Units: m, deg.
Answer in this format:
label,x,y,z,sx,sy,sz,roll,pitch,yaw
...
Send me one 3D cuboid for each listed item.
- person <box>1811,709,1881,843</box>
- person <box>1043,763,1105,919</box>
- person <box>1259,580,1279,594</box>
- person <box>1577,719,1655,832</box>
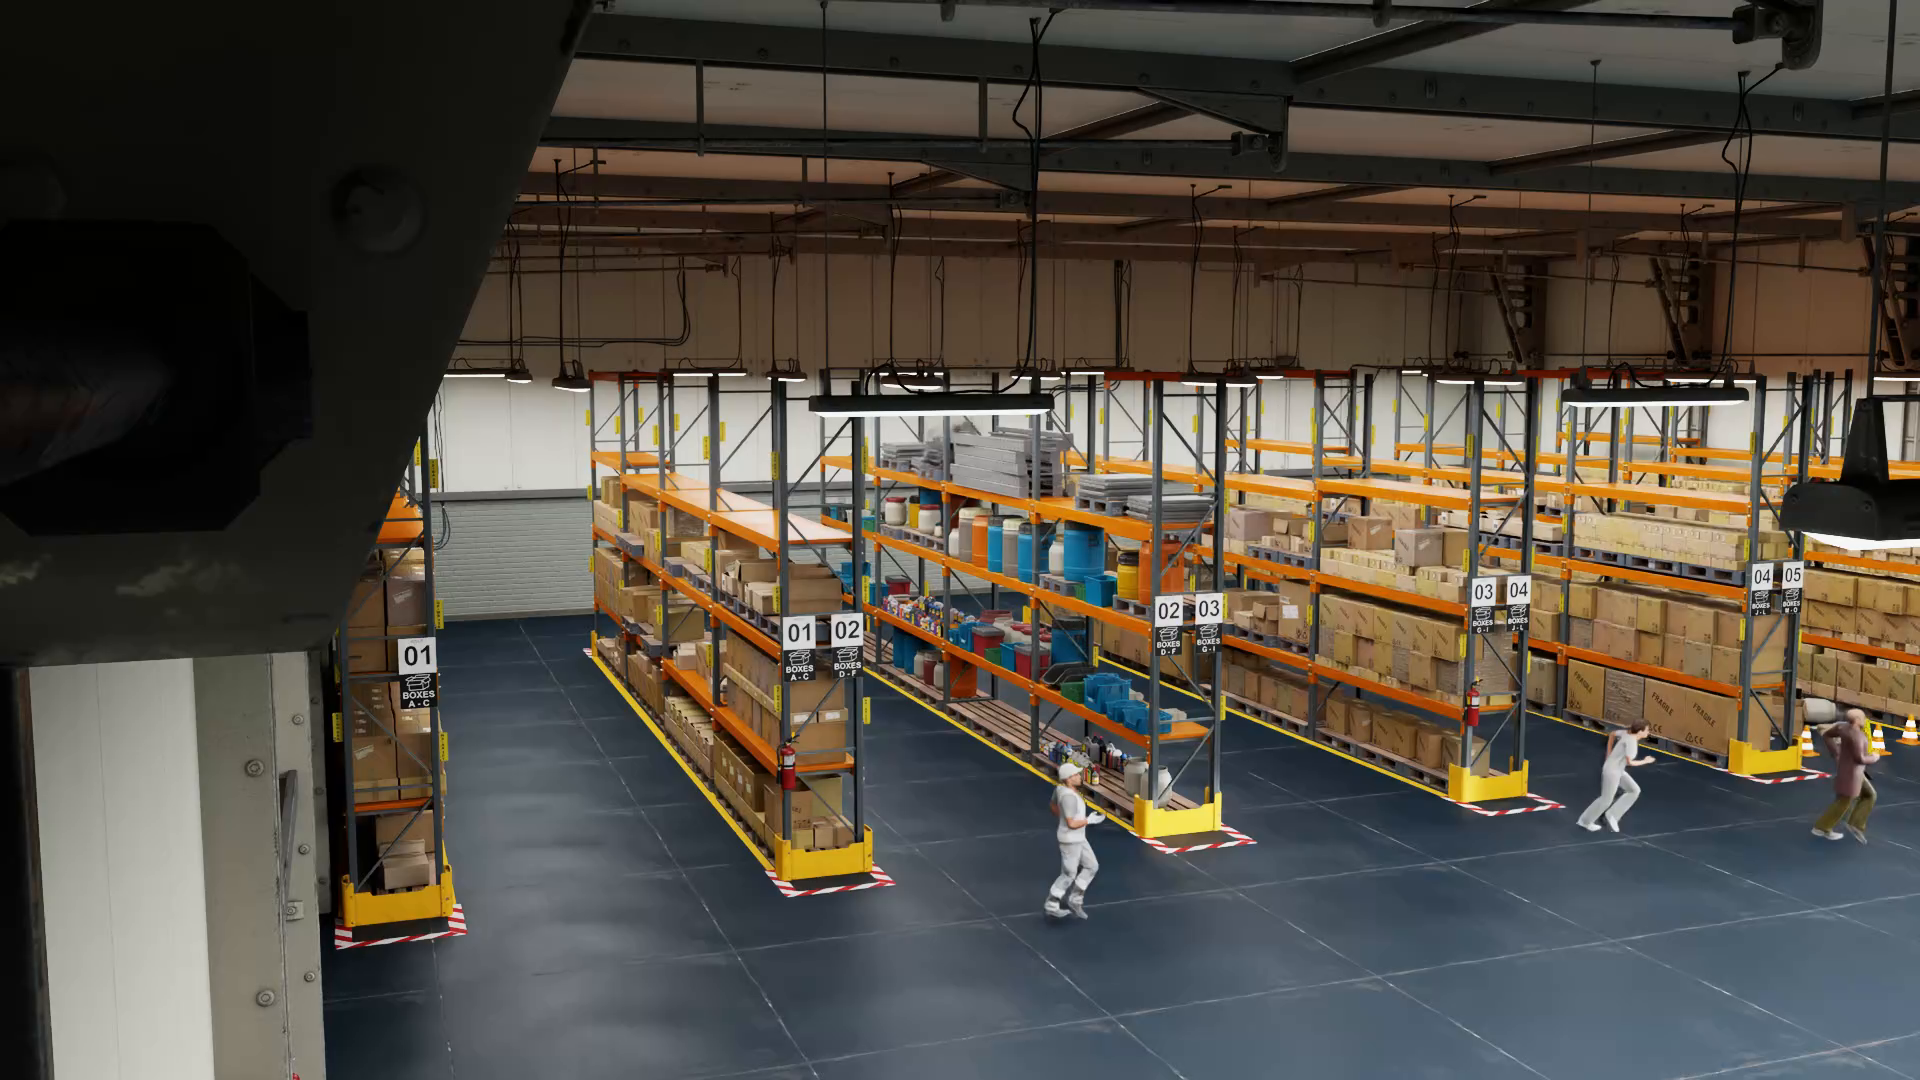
label,x,y,z,sx,sy,sz,roll,pitch,yaw
person,11.484,3.066,21.525,0.765,1.818,0.656,2,7,21
person,1.283,3.380,18.572,0.689,1.820,0.631,1,6,8
person,7.854,0.786,41.993,0.771,1.836,0.661,-2,7,-17
person,8.699,3.117,22.040,0.924,1.519,0.594,2,7,18
